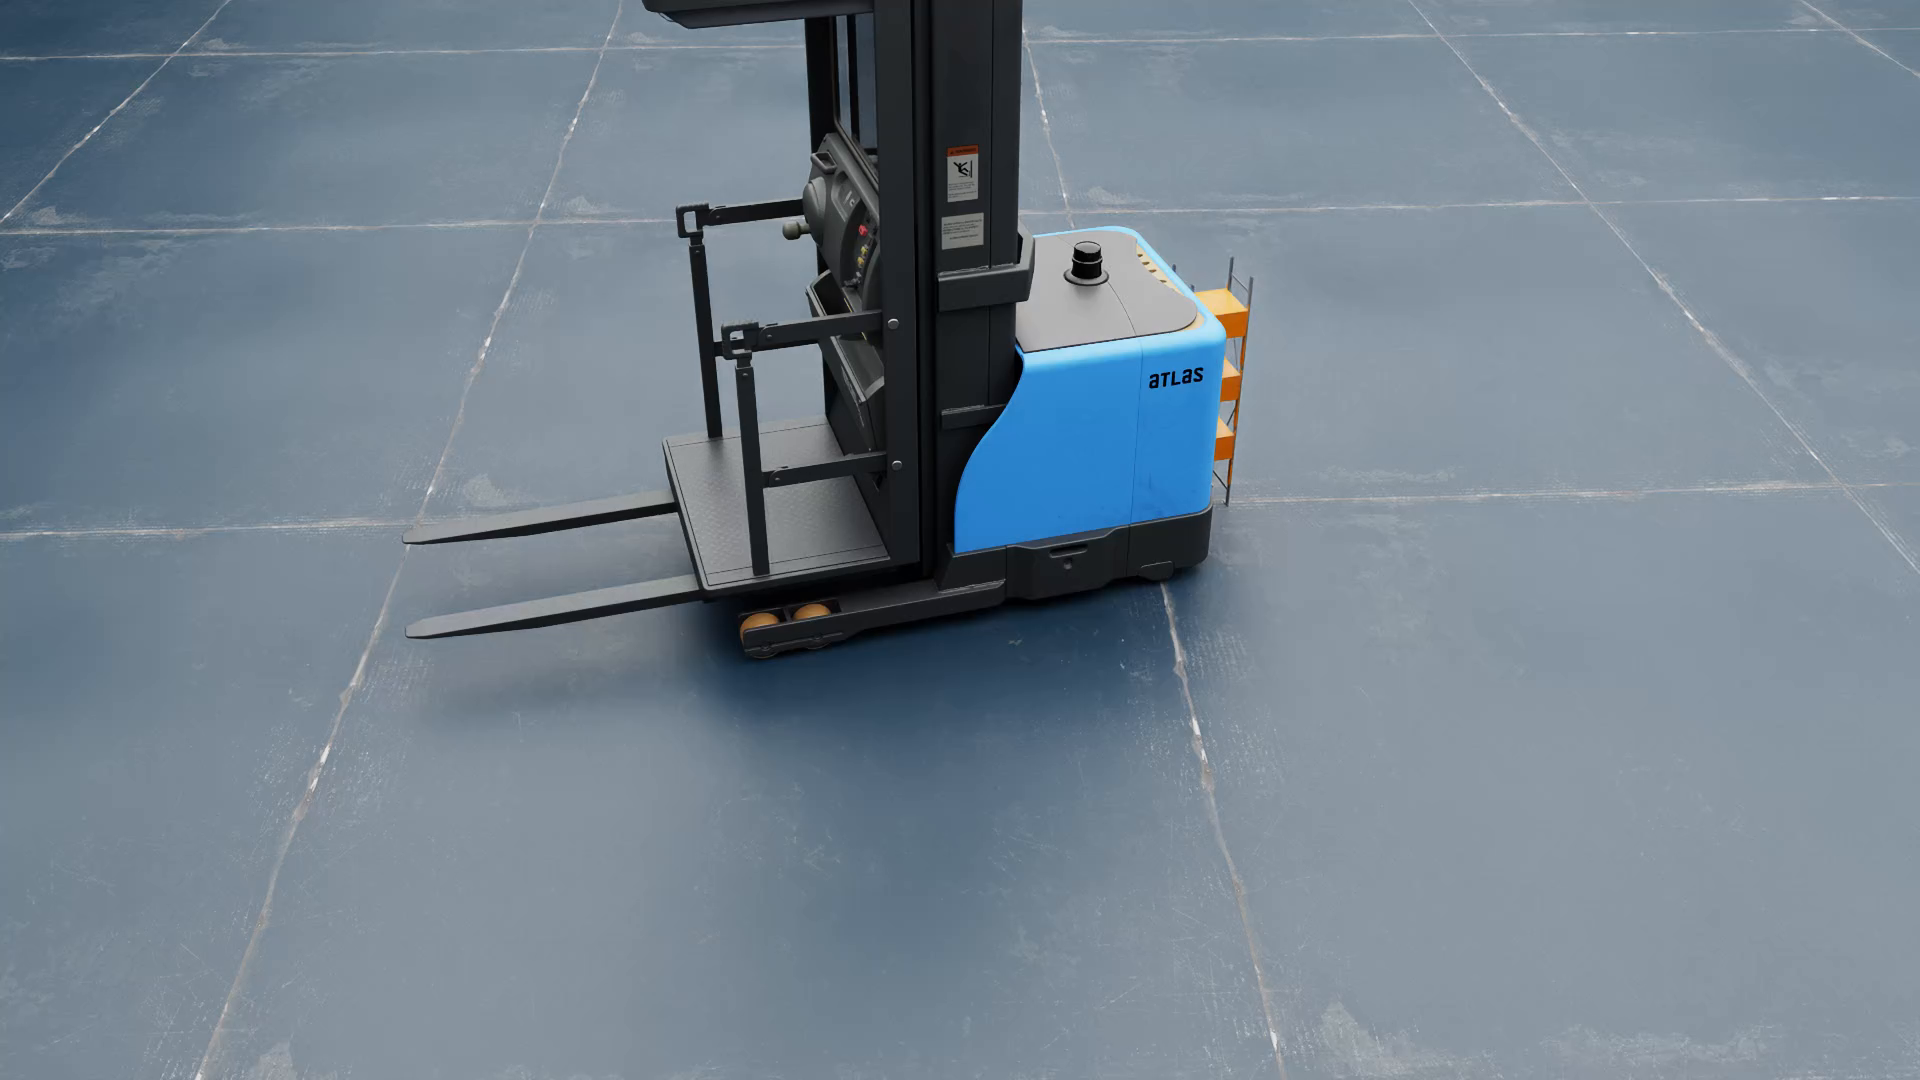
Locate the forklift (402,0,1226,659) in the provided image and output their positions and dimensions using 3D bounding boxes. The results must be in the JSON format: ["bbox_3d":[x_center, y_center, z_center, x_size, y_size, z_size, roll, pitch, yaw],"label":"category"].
[{"bbox_3d":[-0.597,-1.105,5.771,3.031,2.935,1.130,-10,36,-13],"label":"forklift"}]

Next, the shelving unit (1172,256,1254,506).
[{"bbox_3d":[0.974,-0.608,6.706,0.252,1.050,0.215,-10,36,-13],"label":"shelving unit"}]

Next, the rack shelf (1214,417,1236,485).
[{"bbox_3d":[0.974,-0.371,6.870,0.240,0.259,0.215,-10,36,-13],"label":"rack shelf"}]

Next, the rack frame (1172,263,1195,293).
[{"bbox_3d":[0.857,-0.588,6.678,0.008,1.050,0.200,-10,36,-13],"label":"rack frame"}]

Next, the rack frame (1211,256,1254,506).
[{"bbox_3d":[1.091,-0.628,6.734,0.008,1.050,0.200,-10,36,-13],"label":"rack frame"}]

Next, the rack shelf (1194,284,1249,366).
[{"bbox_3d":[0.974,-0.833,6.551,0.240,0.259,0.215,-10,36,-13],"label":"rack shelf"}]

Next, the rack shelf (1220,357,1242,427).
[{"bbox_3d":[0.974,-0.599,6.712,0.240,0.259,0.215,-10,36,-13],"label":"rack shelf"}]
